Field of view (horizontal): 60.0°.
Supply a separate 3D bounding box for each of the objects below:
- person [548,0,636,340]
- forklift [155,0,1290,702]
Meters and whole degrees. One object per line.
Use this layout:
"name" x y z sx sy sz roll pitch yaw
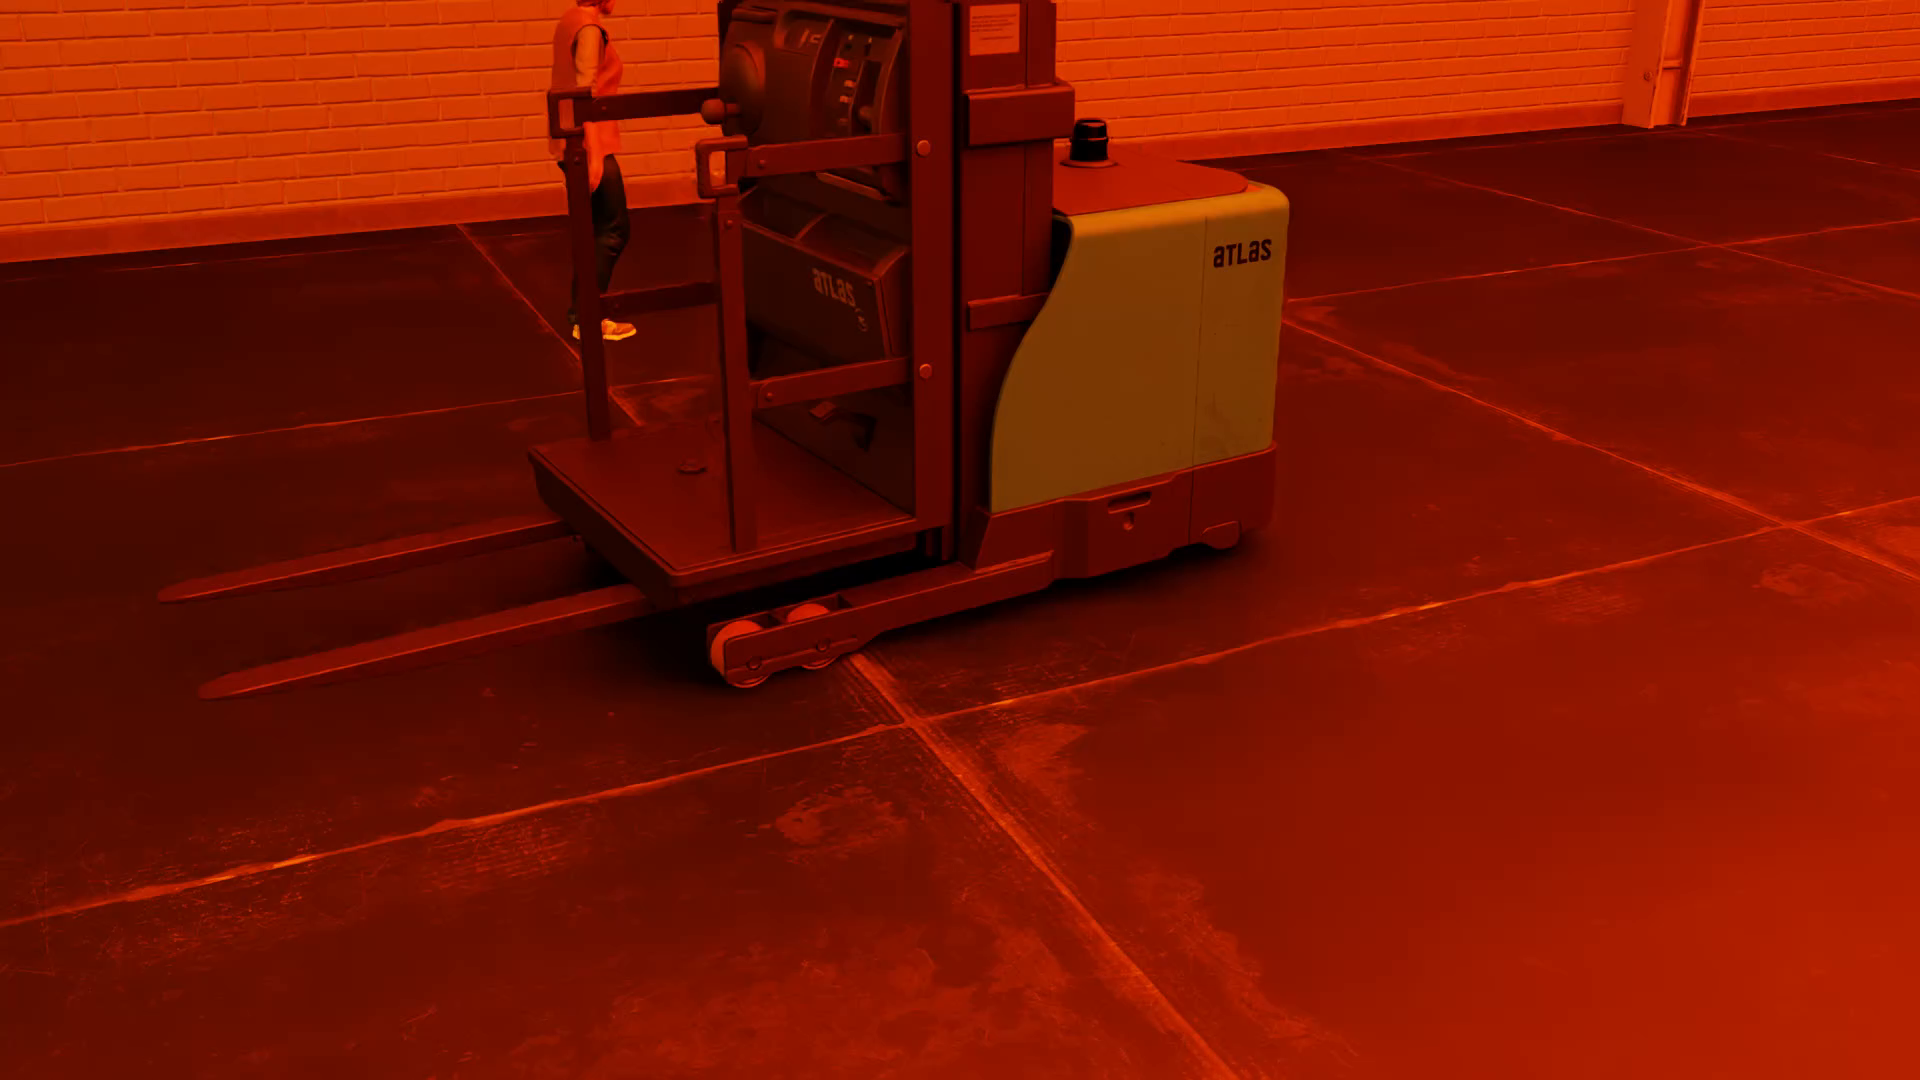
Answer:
"person" -1.565 -1.640 7.023 0.361 1.566 0.707 -11 25 -25
"forklift" -0.571 -1.211 4.200 3.031 2.935 1.130 -13 26 -29
